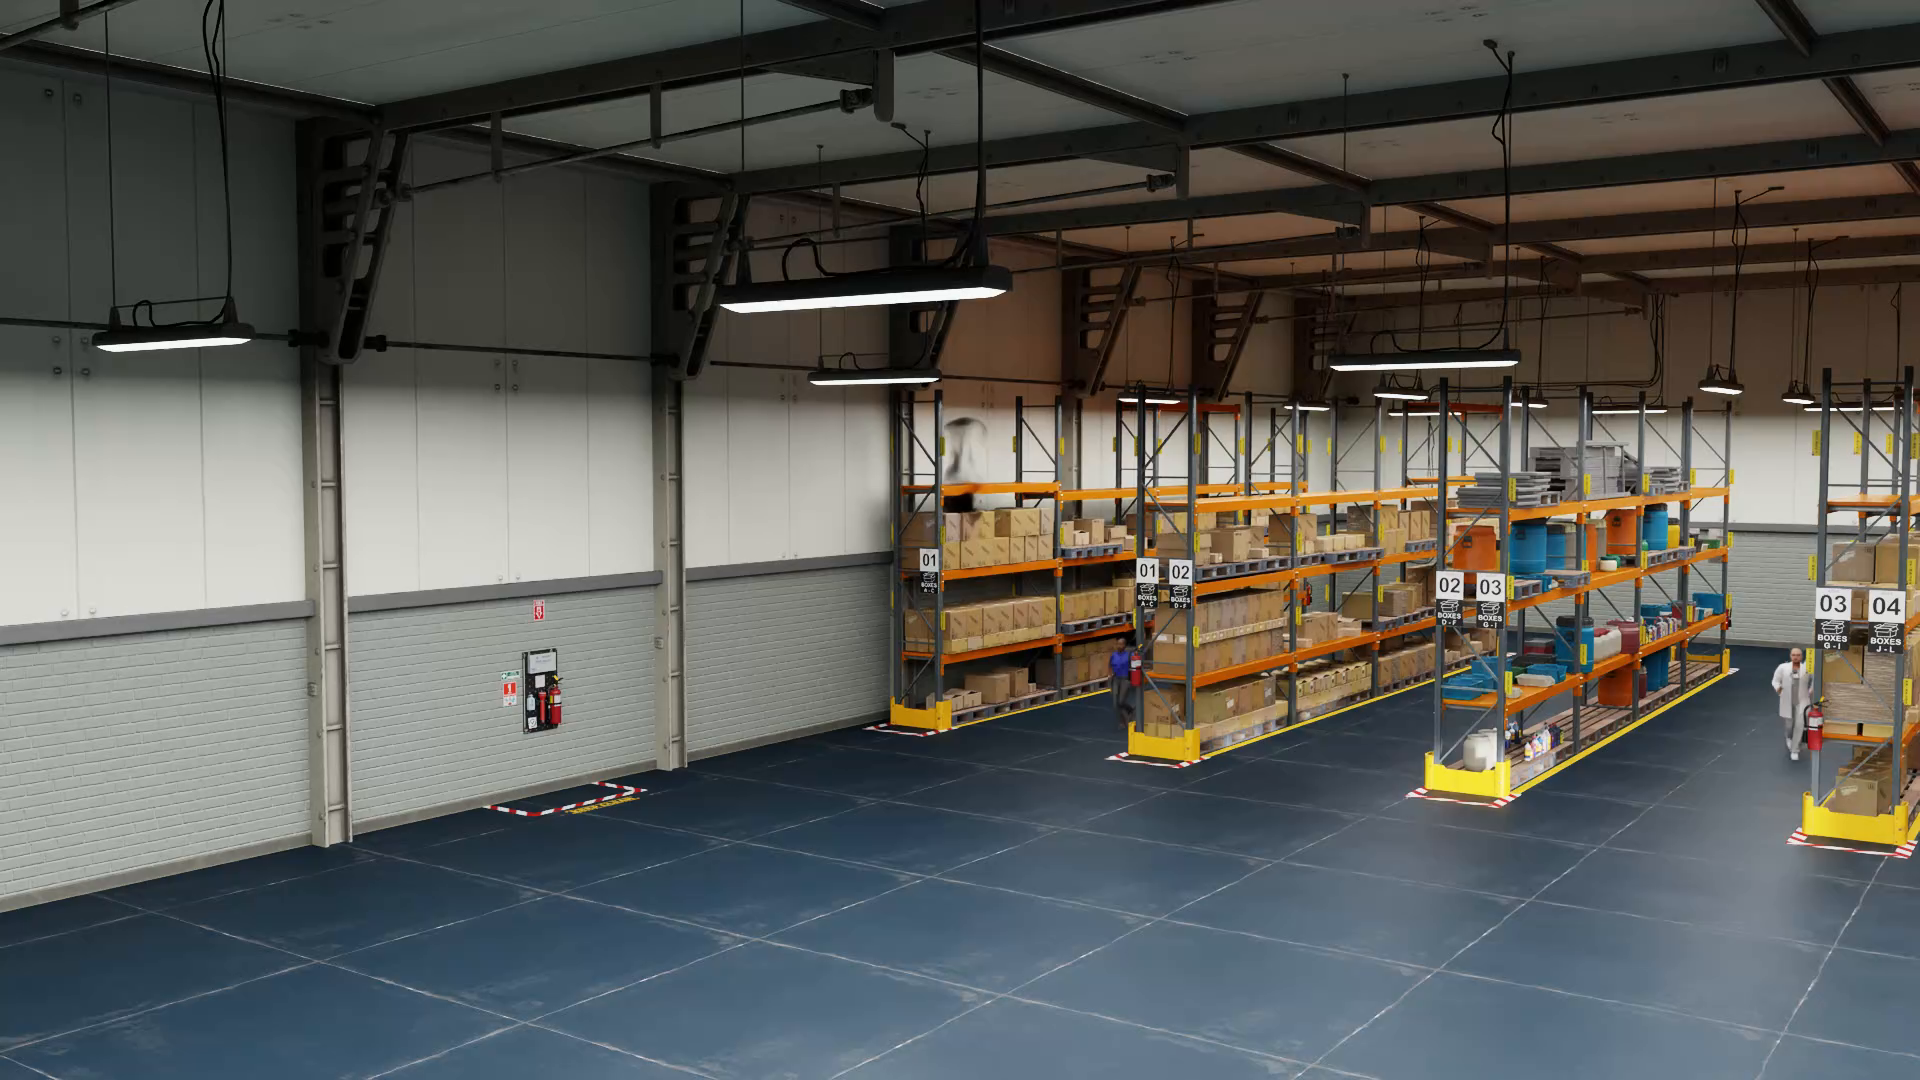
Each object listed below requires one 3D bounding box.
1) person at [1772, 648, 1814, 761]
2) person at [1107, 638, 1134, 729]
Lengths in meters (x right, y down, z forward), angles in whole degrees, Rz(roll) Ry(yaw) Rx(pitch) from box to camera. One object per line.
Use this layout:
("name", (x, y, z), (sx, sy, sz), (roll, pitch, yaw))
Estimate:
("person", (13.460, 2.611, 26.785), (0.695, 1.763, 0.991), (2, 4, 29))
("person", (2.848, 2.547, 29.391), (0.570, 1.617, 0.554), (2, 4, 29))
